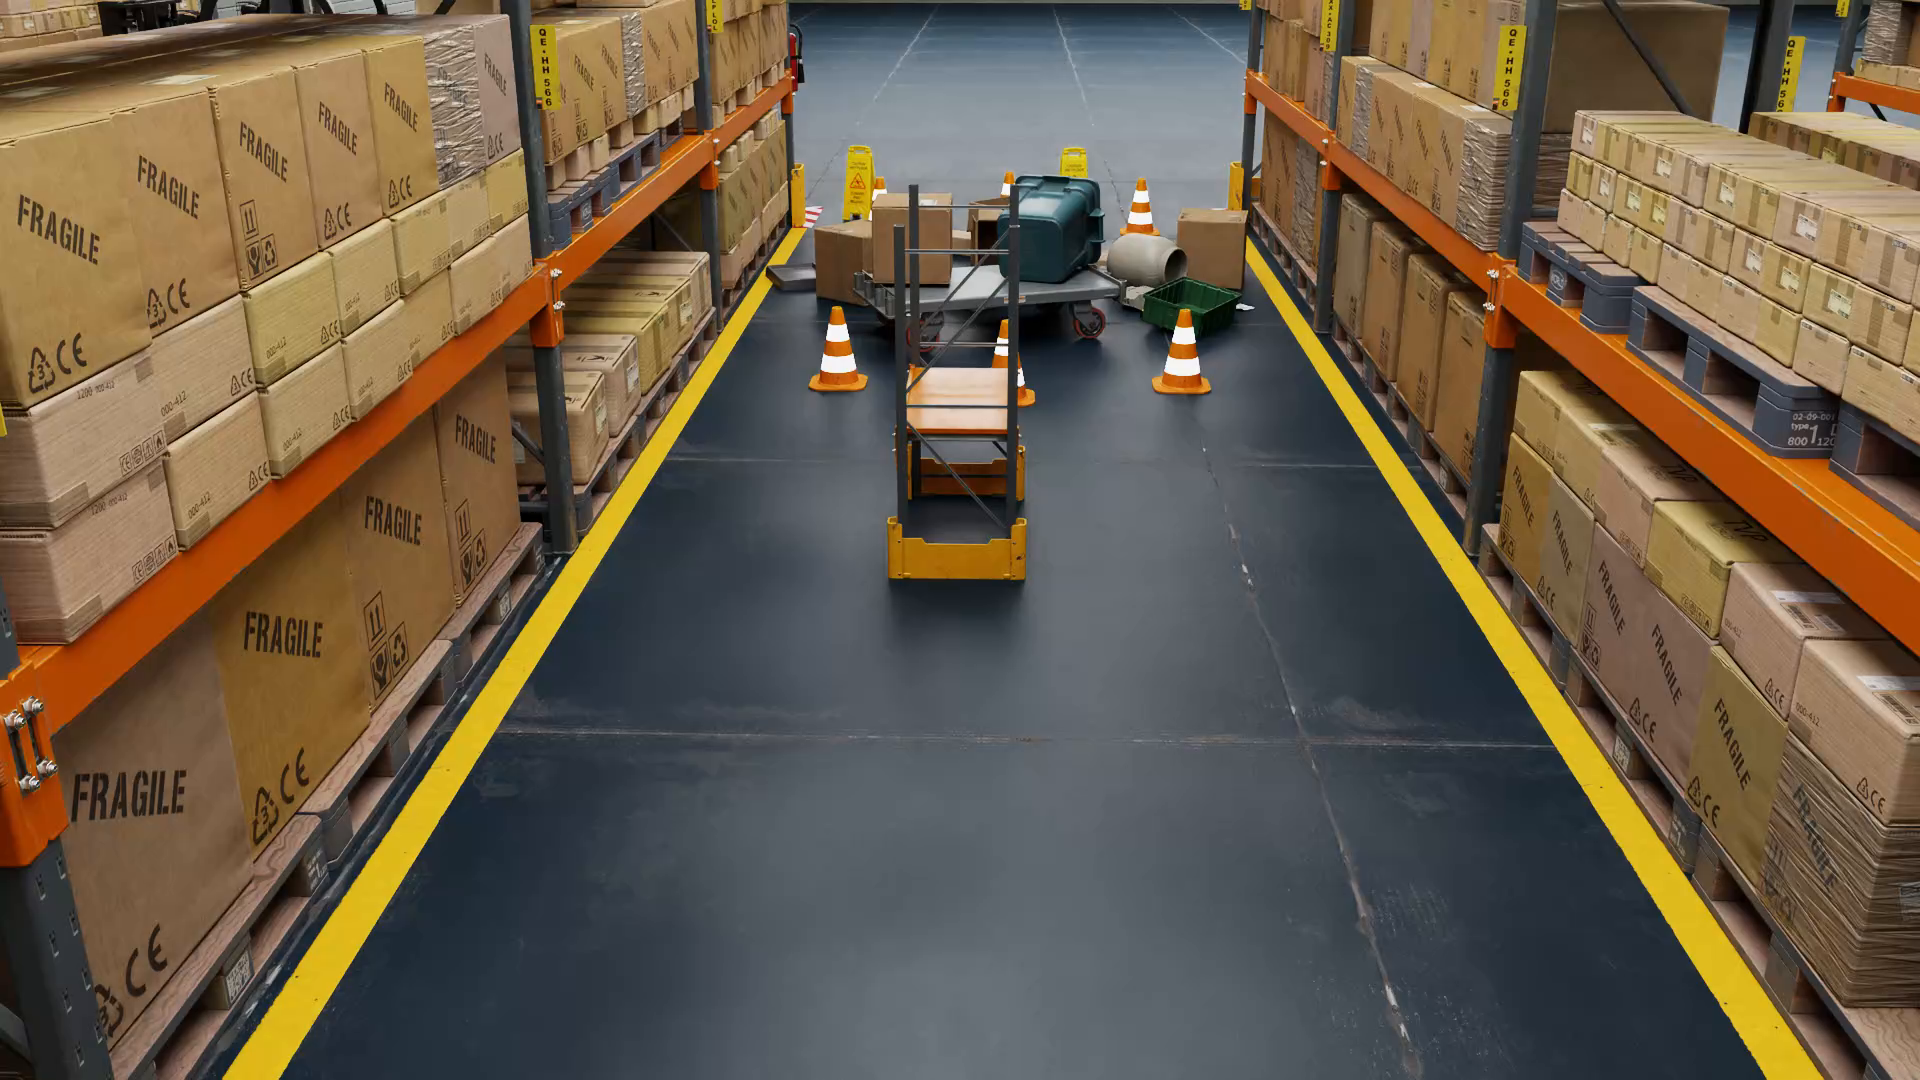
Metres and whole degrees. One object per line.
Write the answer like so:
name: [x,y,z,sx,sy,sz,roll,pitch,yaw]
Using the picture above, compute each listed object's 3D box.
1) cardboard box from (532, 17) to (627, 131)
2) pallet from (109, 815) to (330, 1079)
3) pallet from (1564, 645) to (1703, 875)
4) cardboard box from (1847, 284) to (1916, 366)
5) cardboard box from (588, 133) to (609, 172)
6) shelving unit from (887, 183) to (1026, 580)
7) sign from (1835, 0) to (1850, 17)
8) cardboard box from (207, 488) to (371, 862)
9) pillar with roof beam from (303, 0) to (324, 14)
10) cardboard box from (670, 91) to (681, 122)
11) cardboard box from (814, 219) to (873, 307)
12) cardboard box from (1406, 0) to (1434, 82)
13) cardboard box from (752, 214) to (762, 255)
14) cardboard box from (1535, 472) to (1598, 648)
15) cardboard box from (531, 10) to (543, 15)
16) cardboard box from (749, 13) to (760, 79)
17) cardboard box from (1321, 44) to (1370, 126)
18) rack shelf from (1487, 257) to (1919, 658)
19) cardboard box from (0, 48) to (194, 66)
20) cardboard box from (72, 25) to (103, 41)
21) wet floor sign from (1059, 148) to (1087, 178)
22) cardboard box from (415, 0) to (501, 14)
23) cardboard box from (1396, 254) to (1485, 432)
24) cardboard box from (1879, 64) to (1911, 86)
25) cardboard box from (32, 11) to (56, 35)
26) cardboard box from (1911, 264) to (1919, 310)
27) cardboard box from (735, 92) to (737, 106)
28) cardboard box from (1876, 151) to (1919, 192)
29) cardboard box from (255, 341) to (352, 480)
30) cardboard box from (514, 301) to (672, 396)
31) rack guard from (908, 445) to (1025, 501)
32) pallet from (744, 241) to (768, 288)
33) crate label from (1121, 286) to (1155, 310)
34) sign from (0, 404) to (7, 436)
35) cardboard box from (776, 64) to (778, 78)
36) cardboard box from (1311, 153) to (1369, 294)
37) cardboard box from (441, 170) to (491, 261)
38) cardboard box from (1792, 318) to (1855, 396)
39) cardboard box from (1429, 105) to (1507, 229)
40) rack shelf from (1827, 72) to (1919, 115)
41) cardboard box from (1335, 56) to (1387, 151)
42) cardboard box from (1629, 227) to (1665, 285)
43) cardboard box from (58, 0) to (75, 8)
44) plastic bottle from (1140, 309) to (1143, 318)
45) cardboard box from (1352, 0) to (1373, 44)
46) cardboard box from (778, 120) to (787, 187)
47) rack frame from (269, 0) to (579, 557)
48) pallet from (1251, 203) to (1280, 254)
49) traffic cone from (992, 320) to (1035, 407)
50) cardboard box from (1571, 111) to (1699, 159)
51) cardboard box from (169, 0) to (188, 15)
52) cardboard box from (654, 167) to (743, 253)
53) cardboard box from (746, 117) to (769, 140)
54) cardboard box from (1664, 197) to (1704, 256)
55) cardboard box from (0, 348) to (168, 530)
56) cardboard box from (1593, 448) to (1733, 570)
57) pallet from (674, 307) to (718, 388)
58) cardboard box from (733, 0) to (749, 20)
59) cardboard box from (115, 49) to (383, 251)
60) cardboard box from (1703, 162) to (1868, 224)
cardboard box: [-1.946,-2.273,8.111,0.500,0.500,0.500,1,21,3]
pallet: [-2.383,1.115,4.364,1.003,0.211,1.213,1,21,2]
pallet: [2.677,0.689,5.462,1.003,0.211,1.213,1,21,2]
cardboard box: [2.456,-0.535,4.116,0.380,0.149,0.250,0,21,0]
cardboard box: [-1.888,-1.845,7.905,0.380,0.149,0.250,1,21,2]
shelving unit: [0.002,-0.727,7.329,0.587,1.500,1.083,1,21,2]
sign: [7.397,-4.545,13.898,0.100,0.325,0.005,1,21,2]
cardboard box: [-2.372,0.338,4.869,0.875,0.875,0.875,1,21,3]
pillar with roof beam: [-3.364,-8.974,18.218,9.100,9.000,0.400,1,21,2]
cardboard box: [-1.825,-2.499,9.589,0.380,0.149,0.250,0,21,1]
cardboard box: [-0.695,-2.006,12.005,0.500,0.500,0.500,18,27,38]
cardboard box: [2.825,-2.744,8.935,0.700,0.500,0.500,1,21,2]
cardboard box: [-1.781,-2.307,12.549,0.500,0.250,0.500,0,21,1]
cardboard box: [2.454,0.071,6.075,0.500,0.500,0.500,1,21,2]
cardboard box: [-2.436,-2.467,8.610,0.500,0.500,0.500,0,21,-1]
cardboard box: [-1.780,-3.685,12.331,0.500,0.500,0.500,1,21,2]
cardboard box: [2.863,-2.983,10.864,0.875,0.550,0.550,1,21,2]
rack shelf: [2.681,-0.275,5.086,1.077,0.370,4.000,1,21,2]
cardboard box: [-2.524,-1.140,4.800,0.500,0.500,0.500,1,21,2]
cardboard box: [-6.724,-3.609,12.544,0.500,0.500,0.500,1,21,2]
wet floor sign: [1.007,-3.161,14.783,0.267,0.644,0.232,-3,21,-8]
cardboard box: [-2.441,-2.630,8.133,0.380,0.149,0.250,0,21,-1]
cardboard box: [2.873,-1.016,8.530,1.050,0.750,0.750,1,21,2]
cardboard box: [7.643,-3.737,13.361,0.380,0.149,0.250,1,21,2]
cardboard box: [-6.699,-3.684,11.842,0.380,0.149,0.250,0,21,1]
cardboard box: [2.454,-0.581,3.825,0.380,0.149,0.250,0,21,0]
cardboard box: [-1.805,-3.165,11.887,0.380,0.149,0.250,1,21,1]
cardboard box: [3.150,-1.138,5.260,0.380,0.149,0.250,1,21,2]
cardboard box: [-2.008,-0.364,4.527,0.500,0.250,0.500,0,21,1]
cardboard box: [-2.139,-1.068,9.186,0.950,0.372,0.625,1,21,3]
rack guard: [0.017,-0.324,8.019,0.587,0.250,0.087,1,21,2]
pallet: [-2.068,-2.183,12.864,1.003,0.211,1.213,1,21,2]
crate label: [1.282,-1.705,11.733,0.298,0.136,0.250,-16,26,-35]
sign: [-1.776,-0.340,2.953,0.100,0.325,0.005,1,21,2]
cardboard box: [-1.689,-3.804,13.534,0.380,0.149,0.250,0,21,1]
cardboard box: [2.953,-2.212,11.439,0.875,0.875,0.875,1,21,2]
cardboard box: [-1.982,-1.151,5.866,0.500,0.250,0.500,0,21,0]
cardboard box: [2.462,-0.487,4.404,0.380,0.149,0.250,0,21,-1]
cardboard box: [2.504,-1.726,7.693,0.500,0.500,0.500,1,21,2]
rack shelf: [7.879,-3.077,12.306,1.077,0.370,4.000,1,21,2]
cardboard box: [2.579,-2.639,10.046,0.500,0.500,0.500,1,21,2]
cardboard box: [2.504,-0.961,5.625,0.380,0.149,0.250,2,21,4]
cardboard box: [-6.793,-4.008,12.265,0.380,0.149,0.250,1,21,2]
plastic bottle: [1.363,-1.527,11.379,0.133,0.061,0.283,-11,24,-26]
cardboard box: [2.909,-3.486,10.667,0.875,0.550,0.550,1,21,2]
cardboard box: [-1.729,-3.215,13.852,0.500,0.500,0.500,1,21,2]
rack frame: [-2.209,-1.352,6.866,1.000,3.000,0.127,1,21,2]
pallet: [3.039,-2.636,14.031,1.003,0.211,1.213,1,21,2]
traffic cone: [0.265,-1.036,9.558,0.336,0.463,0.334,1,21,2]
cardboard box: [2.534,-1.523,6.252,0.380,0.149,0.250,1,21,2]
cardboard box: [-6.636,-4.425,13.752,0.380,0.149,0.250,1,21,2]
cardboard box: [-1.799,-2.272,11.421,0.500,0.500,0.500,2,21,4]
cardboard box: [-1.694,-3.198,12.911,0.380,0.149,0.250,2,21,4]
cardboard box: [2.500,-1.003,5.322,0.380,0.149,0.250,1,21,2]
cardboard box: [-2.035,-0.224,3.477,0.500,0.250,0.500,0,21,0]
cardboard box: [2.436,-0.105,5.491,0.500,0.250,0.500,1,21,2]
pallet: [-2.110,-1.216,10.372,1.003,0.211,1.213,1,21,2]
cardboard box: [-1.820,-3.790,11.220,0.700,0.500,0.500,1,21,2]
cardboard box: [-2.015,-1.127,4.765,0.500,0.500,0.500,0,21,1]
cardboard box: [2.496,-1.050,5.031,0.380,0.149,0.250,1,21,3]
